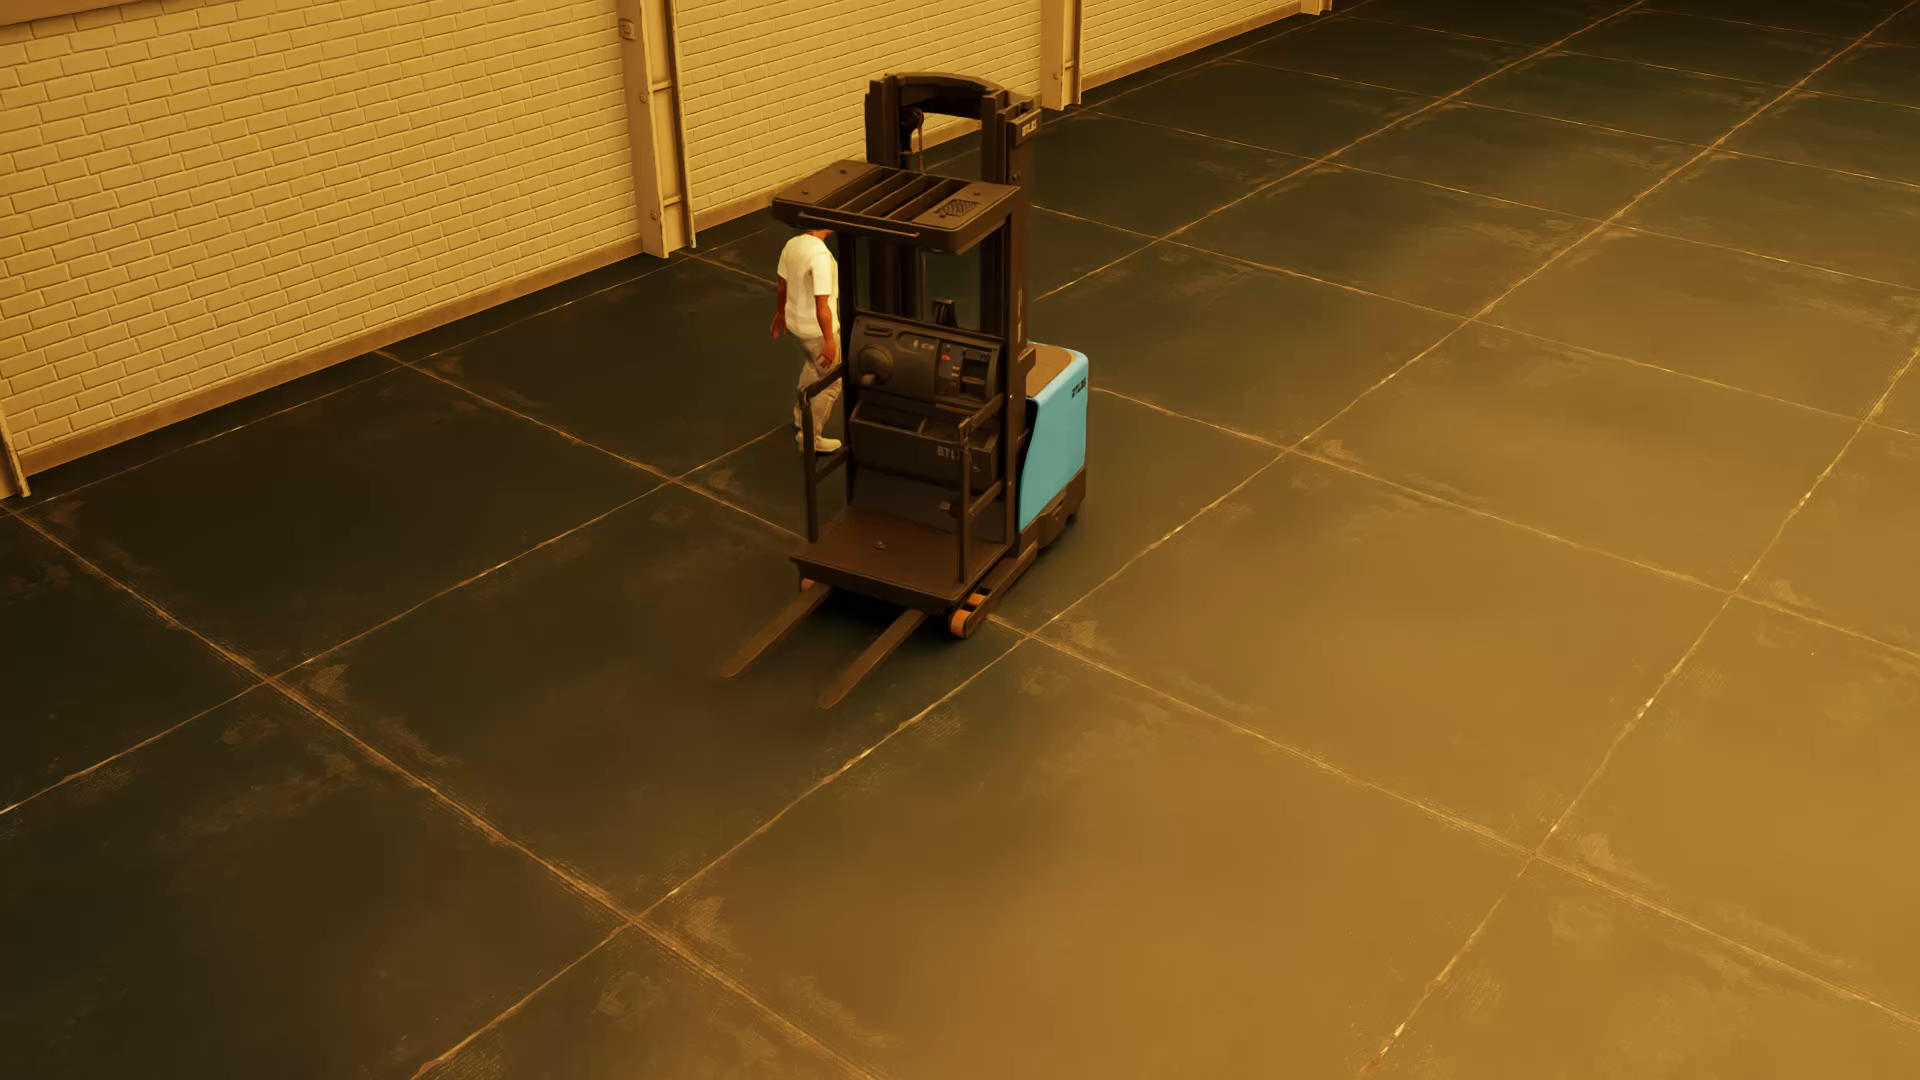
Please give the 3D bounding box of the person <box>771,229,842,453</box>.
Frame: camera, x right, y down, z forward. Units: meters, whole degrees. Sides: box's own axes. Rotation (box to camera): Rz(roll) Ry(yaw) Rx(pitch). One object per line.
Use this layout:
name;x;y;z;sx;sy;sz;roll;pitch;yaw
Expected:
person;-0.970;-1.453;11.226;0.471;1.727;0.883;-15;34;-24

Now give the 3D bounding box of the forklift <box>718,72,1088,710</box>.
forklift;-0.301;-0.956;9.231;1.130;2.935;3.031;14;33;23
